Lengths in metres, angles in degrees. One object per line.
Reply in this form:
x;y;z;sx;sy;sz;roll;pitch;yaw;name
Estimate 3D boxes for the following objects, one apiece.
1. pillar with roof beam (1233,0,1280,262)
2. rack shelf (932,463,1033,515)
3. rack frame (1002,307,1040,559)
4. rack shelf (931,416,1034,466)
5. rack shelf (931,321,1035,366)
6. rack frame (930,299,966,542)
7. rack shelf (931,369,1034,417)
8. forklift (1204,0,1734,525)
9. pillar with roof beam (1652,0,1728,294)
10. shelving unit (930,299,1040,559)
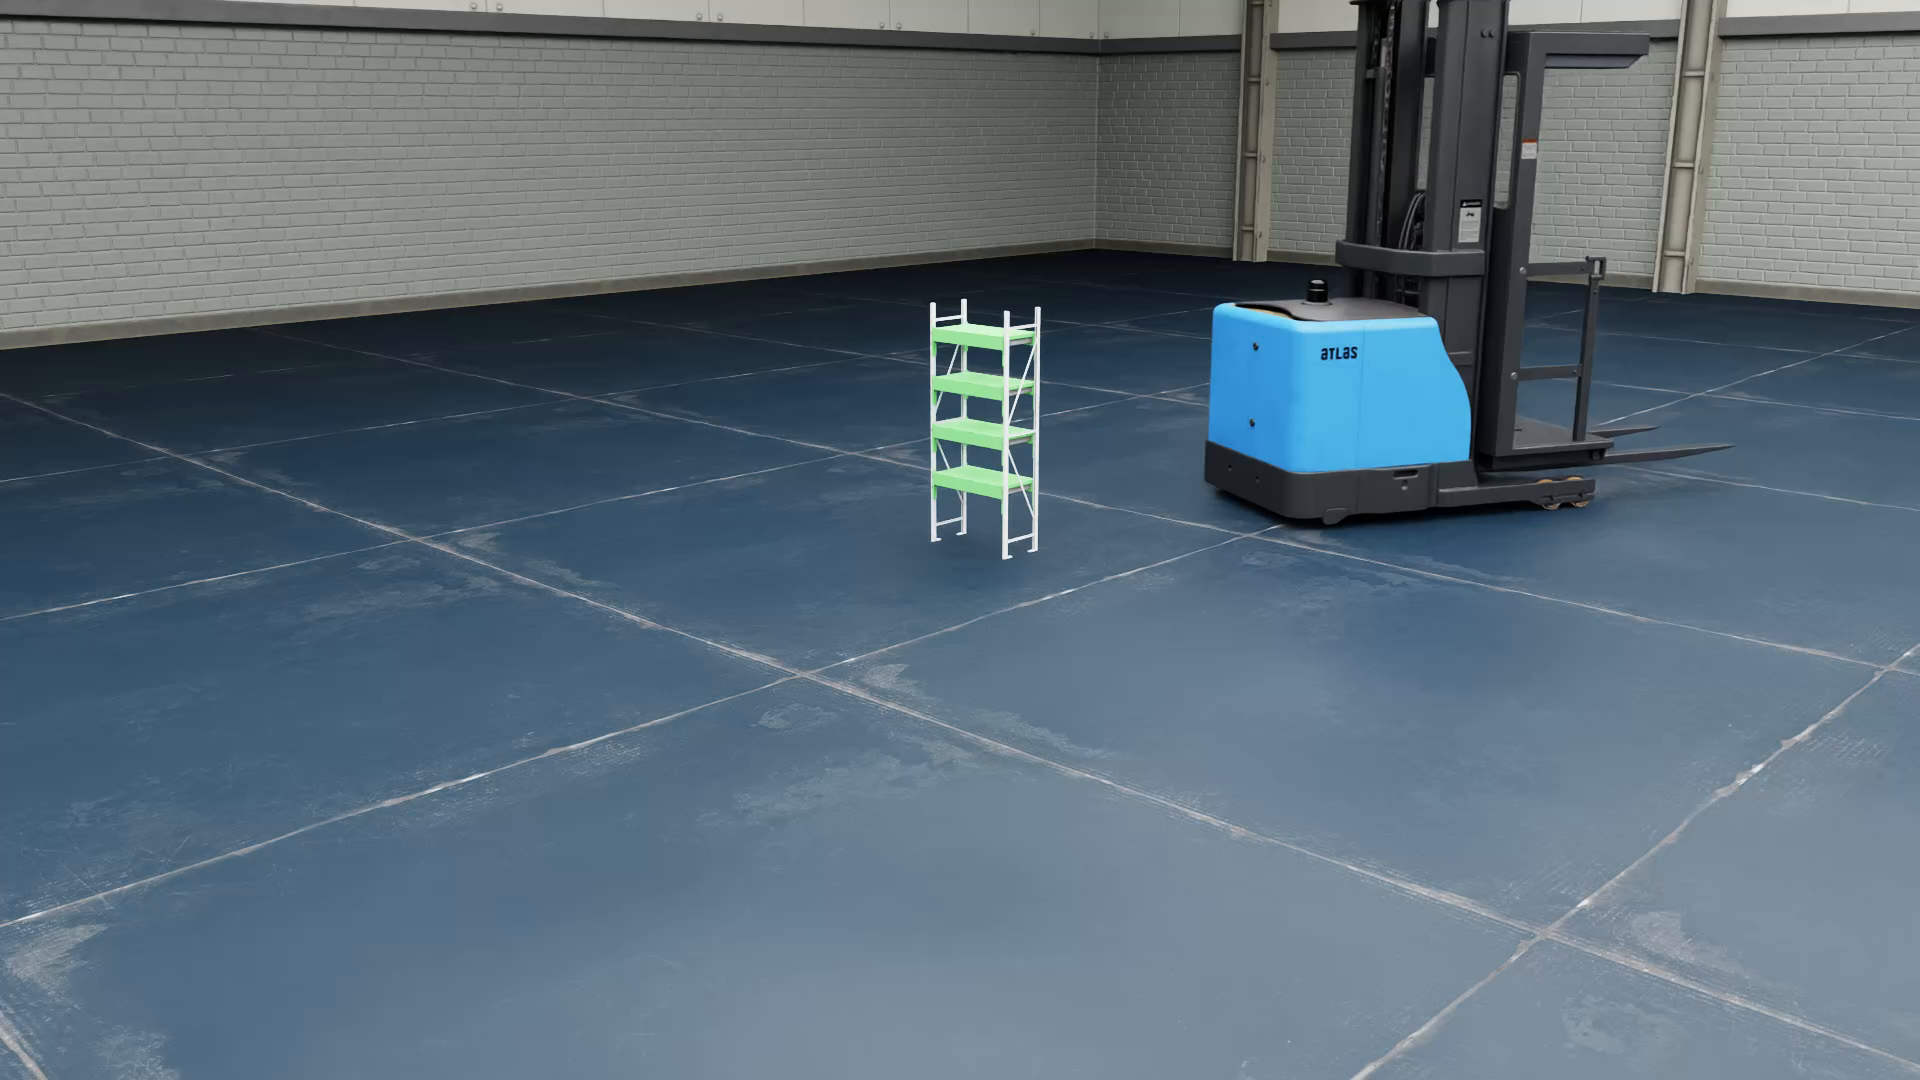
1.154;-7.564;19.613;0.400;9.000;9.100;14;20;42;pillar with roof beam
0.119;-0.258;8.246;0.480;0.148;0.258;14;20;42;rack shelf
0.295;-0.509;8.006;0.015;1.200;0.240;14;20;42;rack frame
0.119;-0.490;8.186;0.480;0.148;0.258;14;20;42;rack shelf
0.119;-0.954;8.065;0.480;0.148;0.258;14;20;42;rack shelf
-0.056;-0.594;8.333;0.015;1.200;0.240;14;20;42;rack frame
0.119;-0.722;8.125;0.480;0.148;0.258;14;20;42;rack shelf
2.957;-1.702;9.151;3.031;2.935;1.130;-5;15;-19;forklift
5.474;-6.514;15.583;0.400;9.000;9.100;14;20;42;pillar with roof beam
0.119;-0.552;8.170;0.503;1.200;0.258;14;20;42;shelving unit
